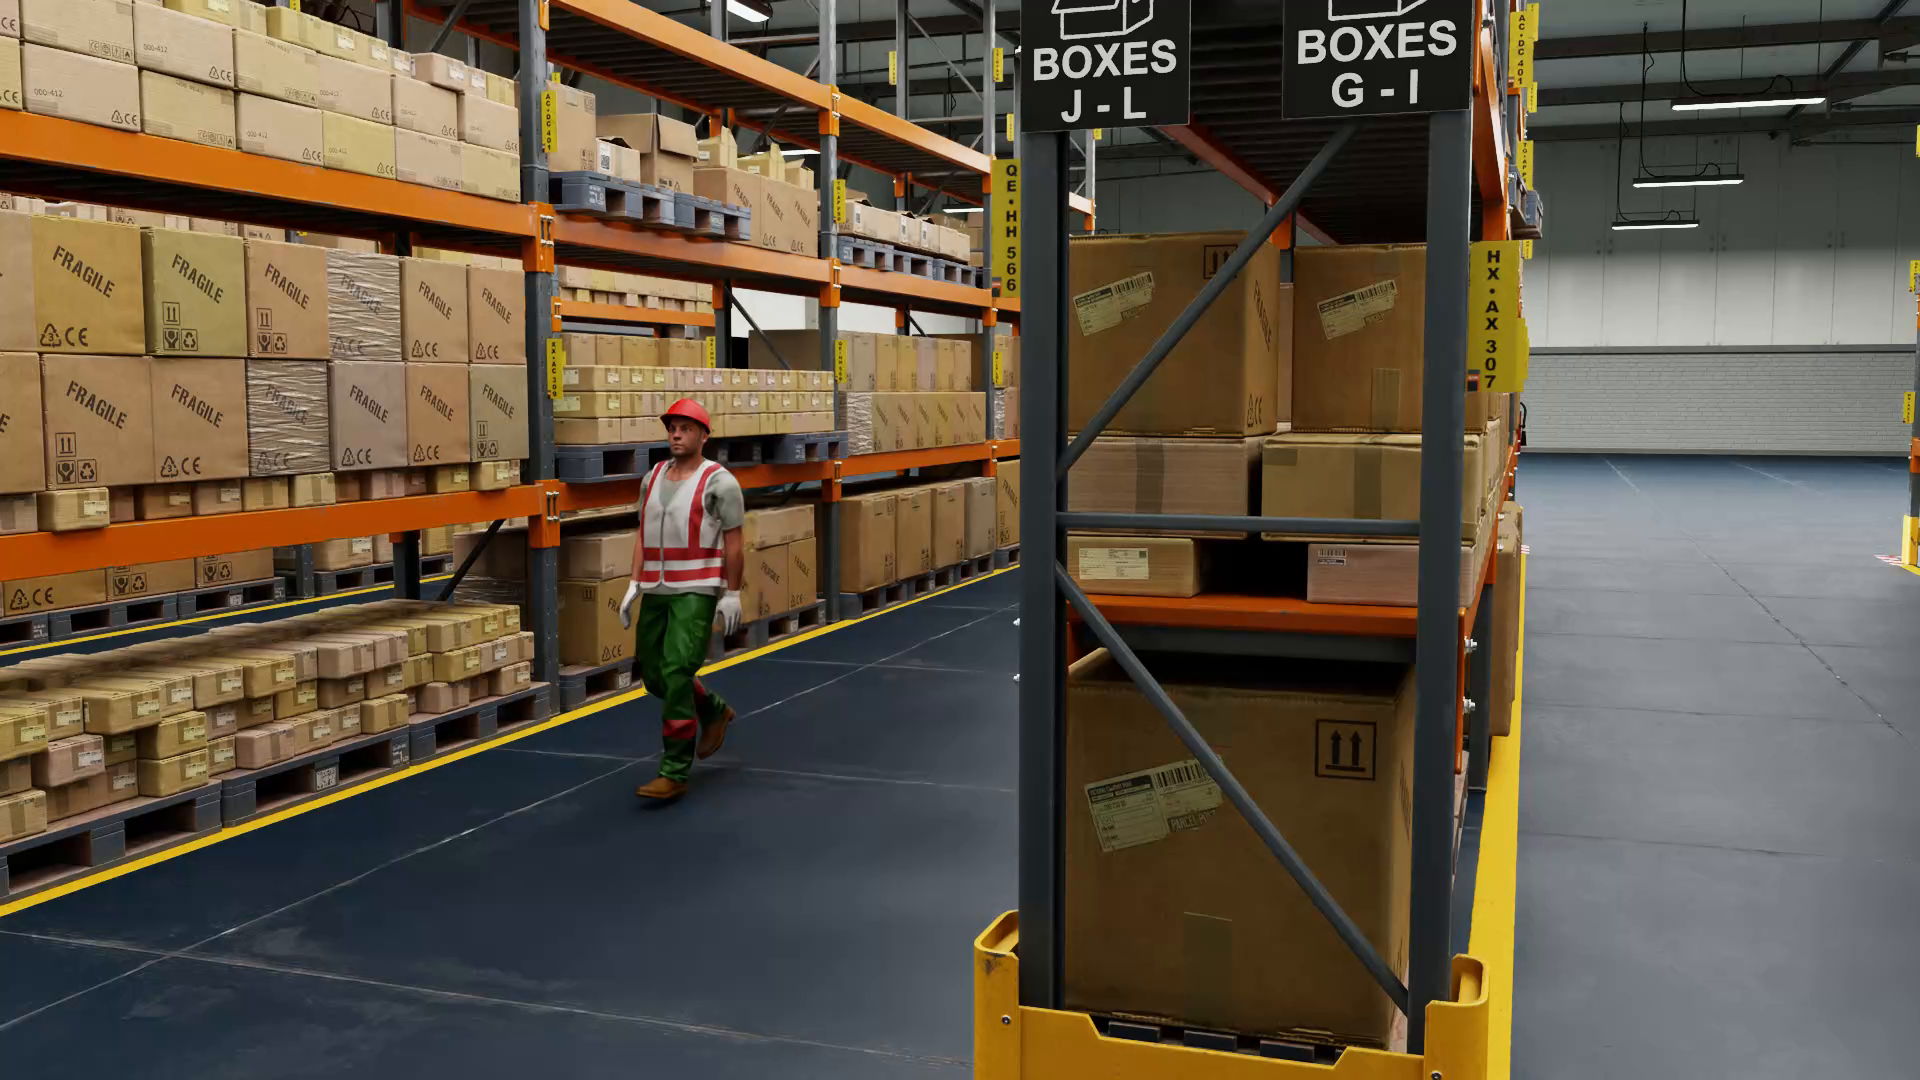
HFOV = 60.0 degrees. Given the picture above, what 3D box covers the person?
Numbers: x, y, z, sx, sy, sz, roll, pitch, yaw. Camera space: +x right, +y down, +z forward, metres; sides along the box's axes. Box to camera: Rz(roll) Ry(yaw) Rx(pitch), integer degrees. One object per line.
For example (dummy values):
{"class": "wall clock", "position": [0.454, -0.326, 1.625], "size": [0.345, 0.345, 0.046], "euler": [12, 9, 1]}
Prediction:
{"class": "person", "position": [-1.245, 0.241, 7.542], "size": [0.532, 1.763, 0.860], "euler": [3, 6, 29]}
